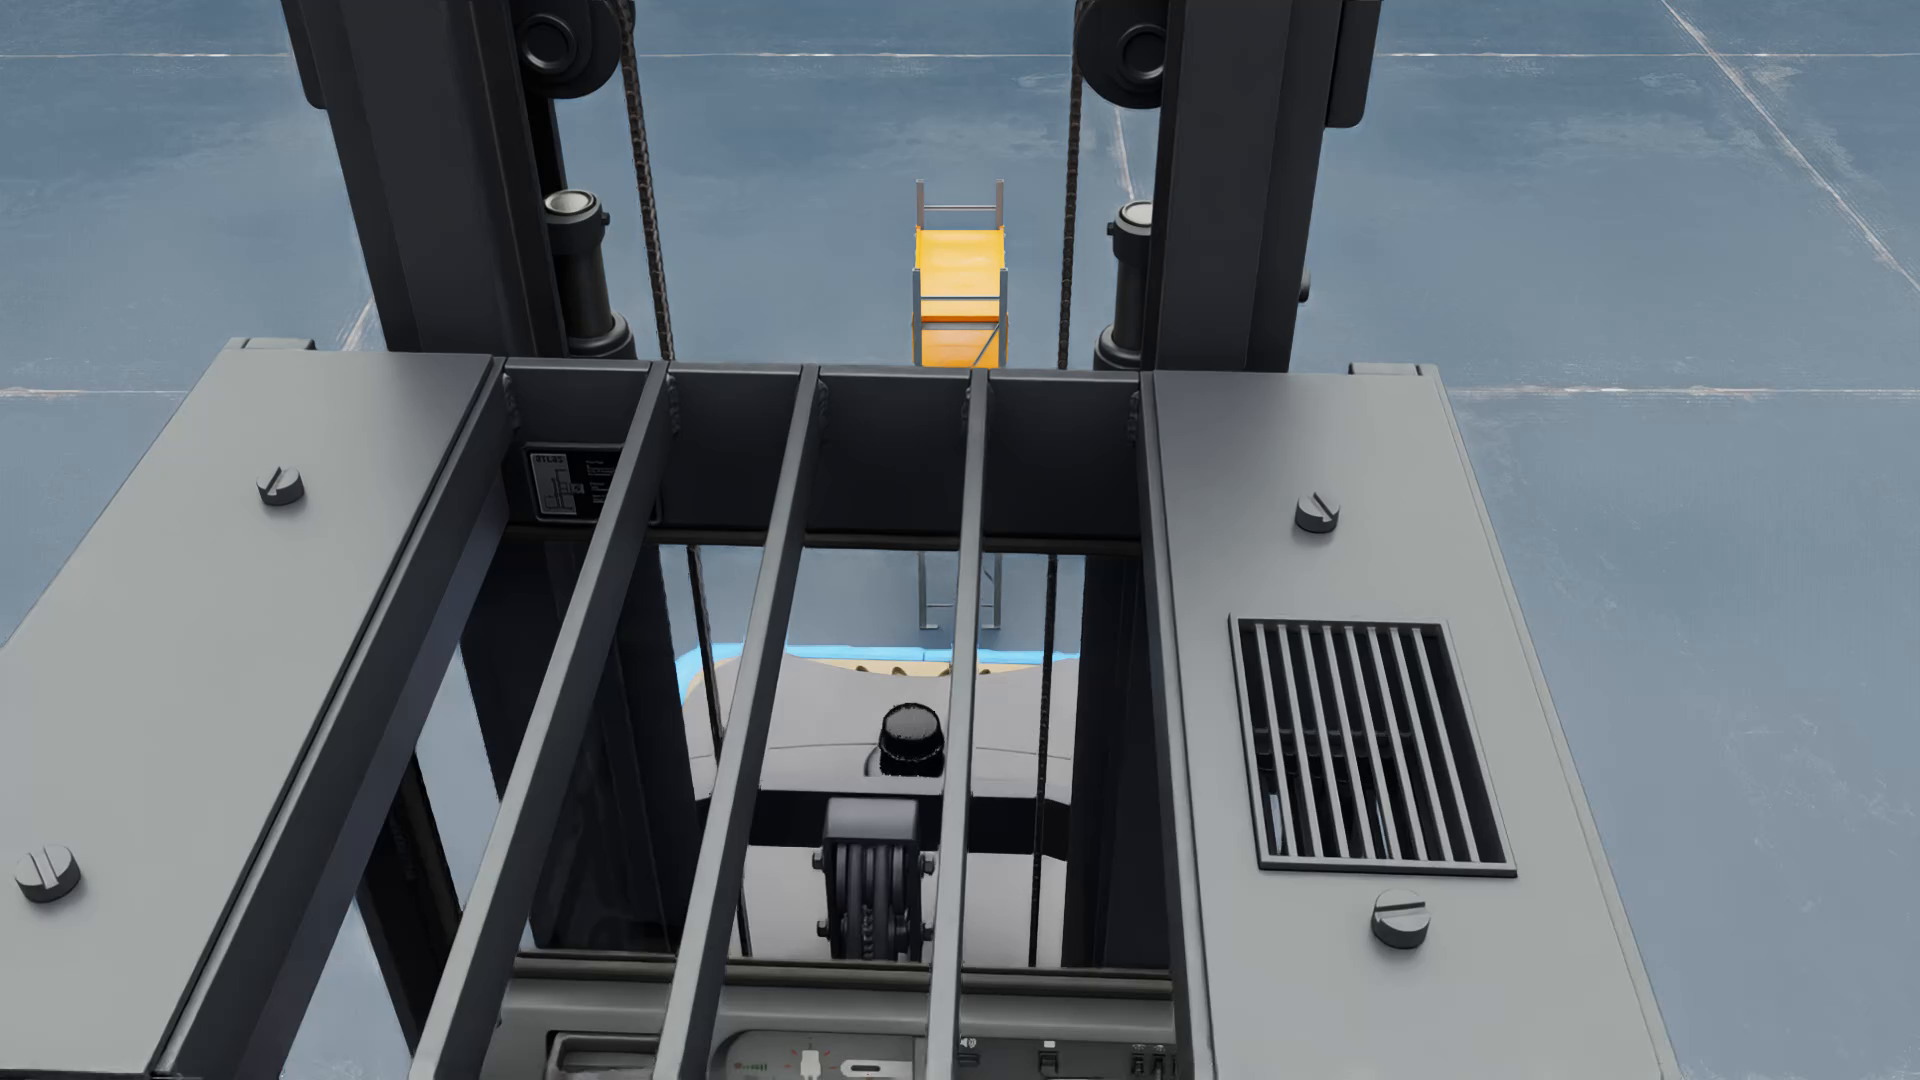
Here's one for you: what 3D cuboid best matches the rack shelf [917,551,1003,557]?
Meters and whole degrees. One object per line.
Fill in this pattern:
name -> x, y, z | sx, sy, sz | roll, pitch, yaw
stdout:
rack shelf -> 0.000, -0.157, 4.912 | 0.258, 0.148, 0.480 | 0, 39, 0

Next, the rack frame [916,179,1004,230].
rack frame -> 0.000, -0.517, 4.936 | 0.240, 1.200, 0.015 | 0, 39, 0

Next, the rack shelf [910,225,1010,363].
rack shelf -> 0.000, -0.671, 4.500 | 0.258, 0.148, 0.480 | 0, 39, 0

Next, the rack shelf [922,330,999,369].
rack shelf -> 0.000, -0.487, 4.648 | 0.258, 0.148, 0.480 | 0, 39, 0

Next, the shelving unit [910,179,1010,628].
shelving unit -> 0.000, -0.365, 4.746 | 0.258, 1.200, 0.503 | 0, 39, 0

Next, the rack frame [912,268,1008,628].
rack frame -> 0.000, -0.212, 4.555 | 0.240, 1.200, 0.015 | 0, 39, 0

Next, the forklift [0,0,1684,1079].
forklift -> -0.132, 0.823, 1.880 | 1.130, 2.935, 3.031 | 1, 39, 2
